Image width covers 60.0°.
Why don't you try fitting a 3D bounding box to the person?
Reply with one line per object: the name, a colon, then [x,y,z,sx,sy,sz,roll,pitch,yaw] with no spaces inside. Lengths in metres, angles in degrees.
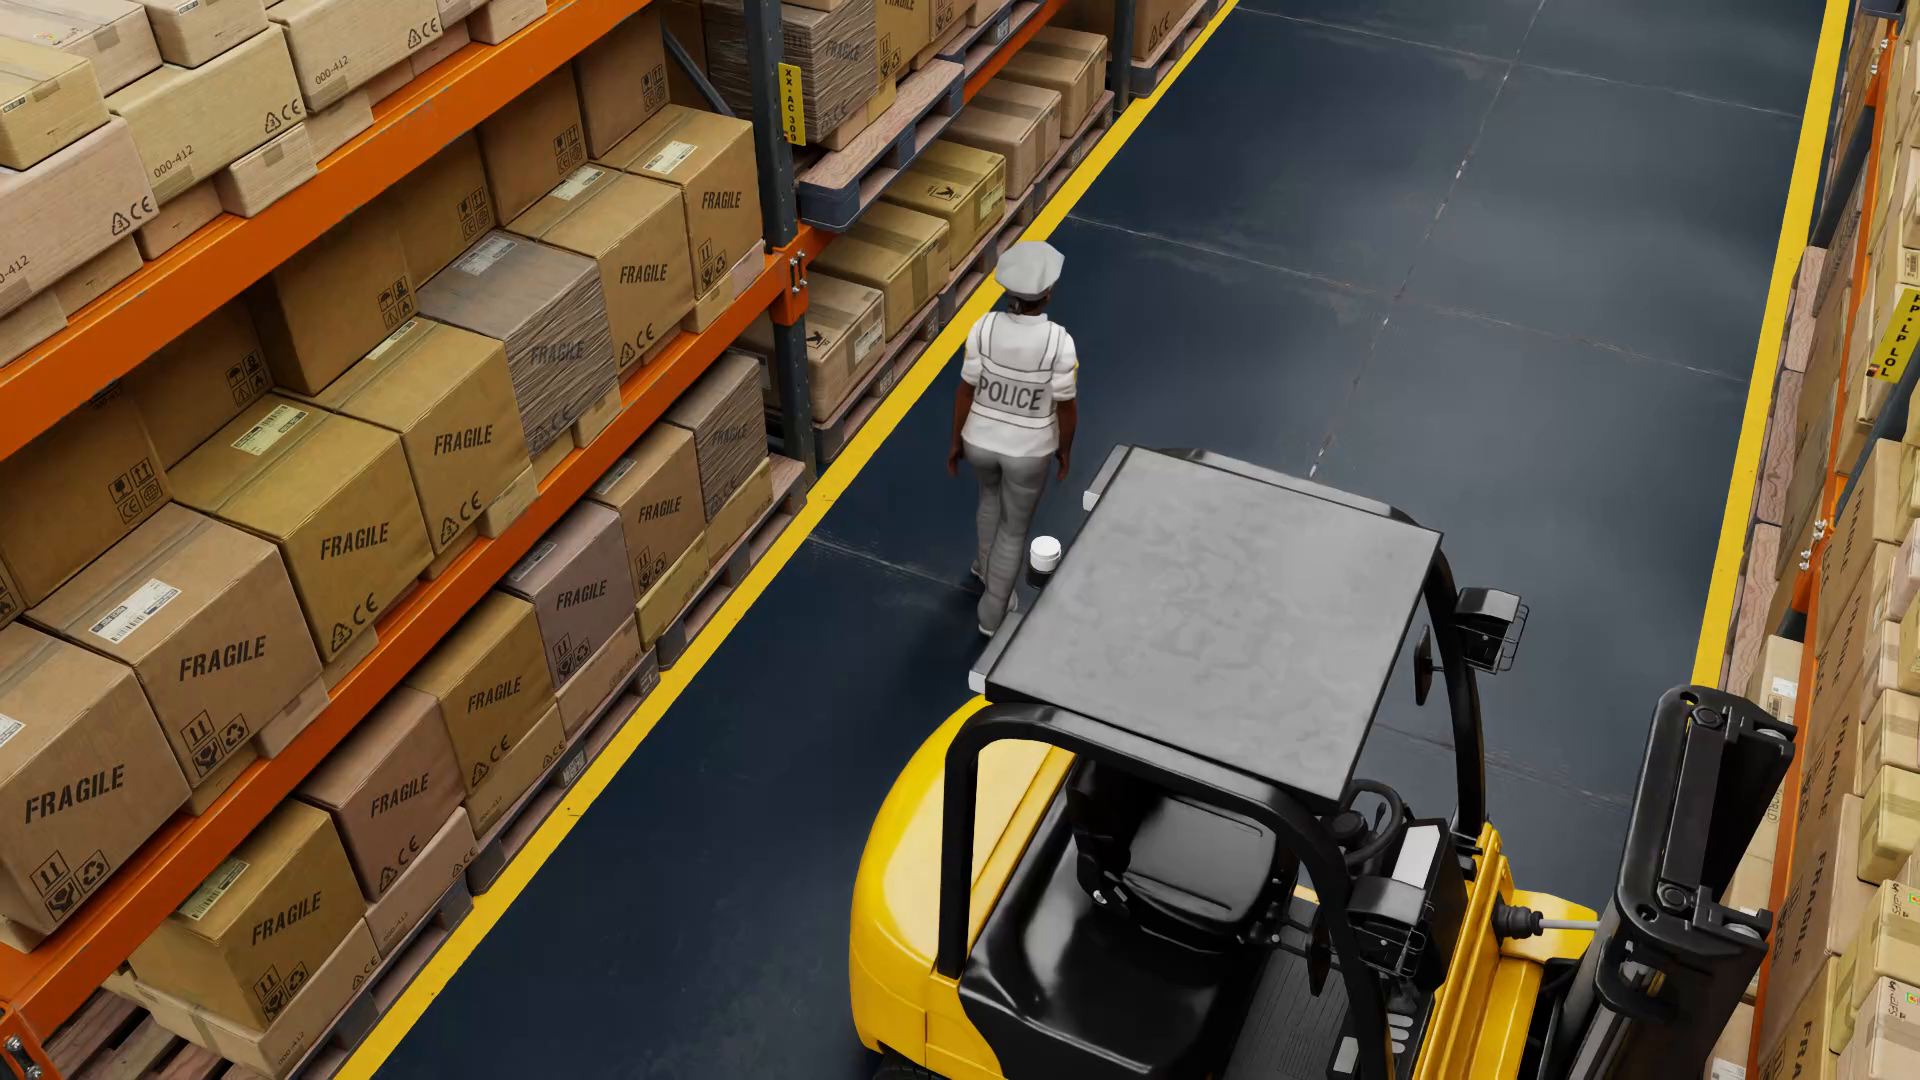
person: [0.198,-0.333,6.543,0.475,1.728,0.511,15,44,16]
